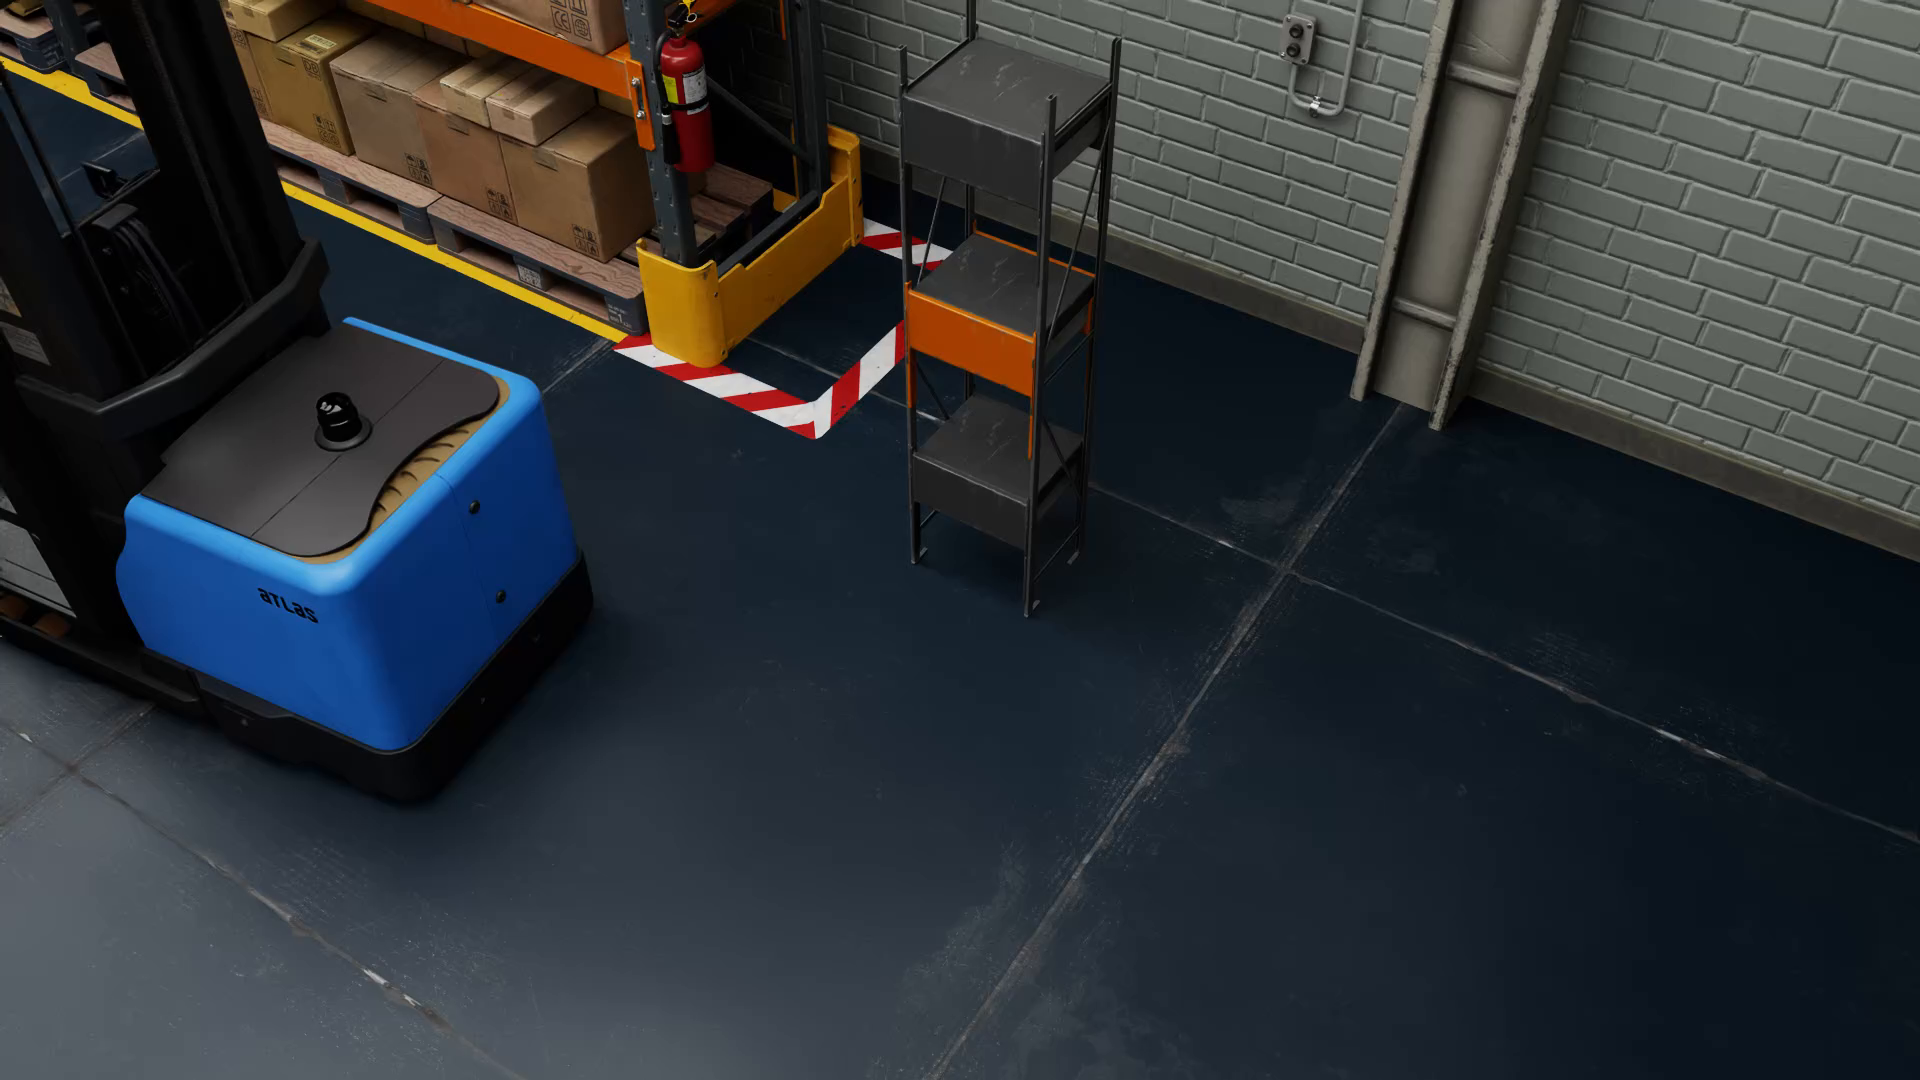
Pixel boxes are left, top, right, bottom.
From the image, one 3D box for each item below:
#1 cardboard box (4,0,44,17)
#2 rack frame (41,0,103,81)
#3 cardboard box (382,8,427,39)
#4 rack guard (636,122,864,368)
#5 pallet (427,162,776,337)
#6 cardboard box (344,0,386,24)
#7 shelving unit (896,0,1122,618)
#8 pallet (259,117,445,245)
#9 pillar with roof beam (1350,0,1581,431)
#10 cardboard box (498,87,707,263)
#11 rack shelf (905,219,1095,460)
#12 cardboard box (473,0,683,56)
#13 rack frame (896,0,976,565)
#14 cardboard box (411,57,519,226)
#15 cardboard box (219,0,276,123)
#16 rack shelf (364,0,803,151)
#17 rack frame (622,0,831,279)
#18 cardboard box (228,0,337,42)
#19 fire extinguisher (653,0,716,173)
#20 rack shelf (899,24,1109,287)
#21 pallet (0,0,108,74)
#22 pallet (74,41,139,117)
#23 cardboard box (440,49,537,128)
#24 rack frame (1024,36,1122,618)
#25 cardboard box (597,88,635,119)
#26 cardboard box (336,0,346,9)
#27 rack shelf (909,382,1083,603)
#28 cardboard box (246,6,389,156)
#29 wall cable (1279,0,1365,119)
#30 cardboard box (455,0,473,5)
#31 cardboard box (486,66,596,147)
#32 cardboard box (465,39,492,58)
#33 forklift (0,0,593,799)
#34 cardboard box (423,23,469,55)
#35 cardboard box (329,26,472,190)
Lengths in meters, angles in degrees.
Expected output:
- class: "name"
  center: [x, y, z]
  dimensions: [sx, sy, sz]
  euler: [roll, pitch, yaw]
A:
- class: "cardboard box"
  center: [-4.878, -3.292, 8.563]
  dimensions: [0.750, 0.750, 0.750]
  euler: [25, 51, 23]
- class: "rack frame"
  center: [-4.260, -3.721, 7.775]
  dimensions: [0.127, 3.000, 1.000]
  euler: [25, 51, 22]
- class: "cardboard box"
  center: [-2.391, -2.447, 7.534]
  dimensions: [0.250, 0.149, 0.380]
  euler: [25, 51, 22]
- class: "rack guard"
  center: [-0.873, -1.292, 7.157]
  dimensions: [0.348, 0.500, 1.175]
  euler: [25, 51, 22]
- class: "pallet"
  center: [-1.608, -1.463, 7.525]
  dimensions: [1.213, 0.211, 1.003]
  euler: [25, 51, 22]
- class: "cardboard box"
  center: [-2.604, -2.545, 7.629]
  dimensions: [0.250, 0.149, 0.380]
  euler: [24, 50, 21]
- class: "shelving unit"
  center: [0.139, -0.668, 5.435]
  dimensions: [0.503, 2.100, 0.431]
  euler: [25, 51, 22]
- class: "pallet"
  center: [-2.631, -1.936, 7.984]
  dimensions: [1.213, 0.211, 1.003]
  euler: [25, 51, 22]
- class: "pillar with roof beam"
  center: [-0.478, -1.141, 1.084]
  dimensions: [0.400, 9.000, 9.100]
  euler: [25, 51, 22]
- class: "cardboard box"
  center: [-1.536, -1.659, 7.220]
  dimensions: [0.500, 0.500, 0.700]
  euler: [25, 51, 22]
- class: "rack shelf"
  center: [0.139, -0.658, 5.444]
  dimensions: [0.480, 0.518, 0.431]
  euler: [25, 51, 22]
- class: "cardboard box"
  center: [-1.328, -2.469, 6.348]
  dimensions: [0.700, 0.700, 0.980]
  euler: [27, 52, 24]
- class: "rack frame"
  center: [-0.066, -0.762, 5.526]
  dimensions: [0.015, 2.100, 0.400]
  euler: [25, 51, 22]
- class: "cardboard box"
  center: [-1.958, -1.852, 7.409]
  dimensions: [0.500, 0.500, 0.700]
  euler: [25, 51, 22]
- class: "cardboard box"
  center: [-3.265, -2.449, 7.988]
  dimensions: [0.500, 0.500, 0.700]
  euler: [24, 51, 22]
- class: "rack shelf"
  center: [-2.577, -2.696, 7.280]
  dimensions: [4.000, 0.370, 1.077]
  euler: [25, 51, 22]
- class: "rack frame"
  center: [-0.893, -2.173, 6.270]
  dimensions: [0.127, 3.000, 1.000]
  euler: [25, 51, 22]
- class: "cardboard box"
  center: [-3.057, -2.427, 7.514]
  dimensions: [0.250, 0.149, 0.380]
  euler: [23, 50, 21]
- class: "fire extinguisher"
  center: [-1.015, -1.679, 6.104]
  dimensions: [0.183, 0.674, 0.296]
  euler: [25, 51, 22]
- class: "rack shelf"
  center: [0.139, -1.146, 4.942]
  dimensions: [0.480, 0.518, 0.431]
  euler: [25, 51, 22]
- class: "pallet"
  center: [-4.950, -3.003, 9.021]
  dimensions: [1.213, 0.211, 1.003]
  euler: [25, 51, 22]
- class: "pallet"
  center: [-3.662, -2.408, 8.443]
  dimensions: [1.213, 0.211, 1.003]
  euler: [25, 51, 22]
- class: "cardboard box"
  center: [-1.958, -1.923, 7.025]
  dimensions: [0.250, 0.149, 0.380]
  euler: [26, 51, 23]
- class: "rack frame"
  center: [0.345, -0.573, 5.343]
  dimensions: [0.015, 2.100, 0.400]
  euler: [25, 51, 22]
- class: "cardboard box"
  center: [-1.323, -1.957, 7.058]
  dimensions: [0.250, 0.149, 0.380]
  euler: [25, 51, 22]
- class: "cardboard box"
  center: [-2.822, -2.645, 7.726]
  dimensions: [0.250, 0.149, 0.380]
  euler: [25, 51, 22]
- class: "rack shelf"
  center: [0.139, -0.170, 5.946]
  dimensions: [0.480, 0.518, 0.431]
  euler: [25, 51, 22]
- class: "cardboard box"
  center: [-2.834, -2.249, 7.794]
  dimensions: [0.500, 0.500, 0.700]
  euler: [26, 51, 23]
- class: "wall cable"
  center: [0.695, -2.602, 5.979]
  dimensions: [1.851, 1.984, 0.084]
  euler: [25, 51, 22]
- class: "cardboard box"
  center: [-1.946, -2.744, 6.615]
  dimensions: [0.700, 0.700, 0.980]
  euler: [24, 51, 22]
- class: "cardboard box"
  center: [-1.743, -1.824, 6.929]
  dimensions: [0.250, 0.149, 0.380]
  euler: [24, 51, 22]
- class: "cardboard box"
  center: [-1.960, -2.250, 7.343]
  dimensions: [0.250, 0.149, 0.380]
  euler: [25, 51, 22]
- class: "forklift"
  center: [-2.866, -0.924, 5.104]
  dimensions: [3.031, 2.935, 1.130]
  euler: [19, 49, 18]
- class: "cardboard box"
  center: [-2.175, -2.348, 7.438]
  dimensions: [0.250, 0.149, 0.380]
  euler: [25, 51, 23]
- class: "cardboard box"
  center: [-2.381, -2.047, 7.597]
  dimensions: [0.500, 0.500, 0.700]
  euler: [23, 50, 21]
